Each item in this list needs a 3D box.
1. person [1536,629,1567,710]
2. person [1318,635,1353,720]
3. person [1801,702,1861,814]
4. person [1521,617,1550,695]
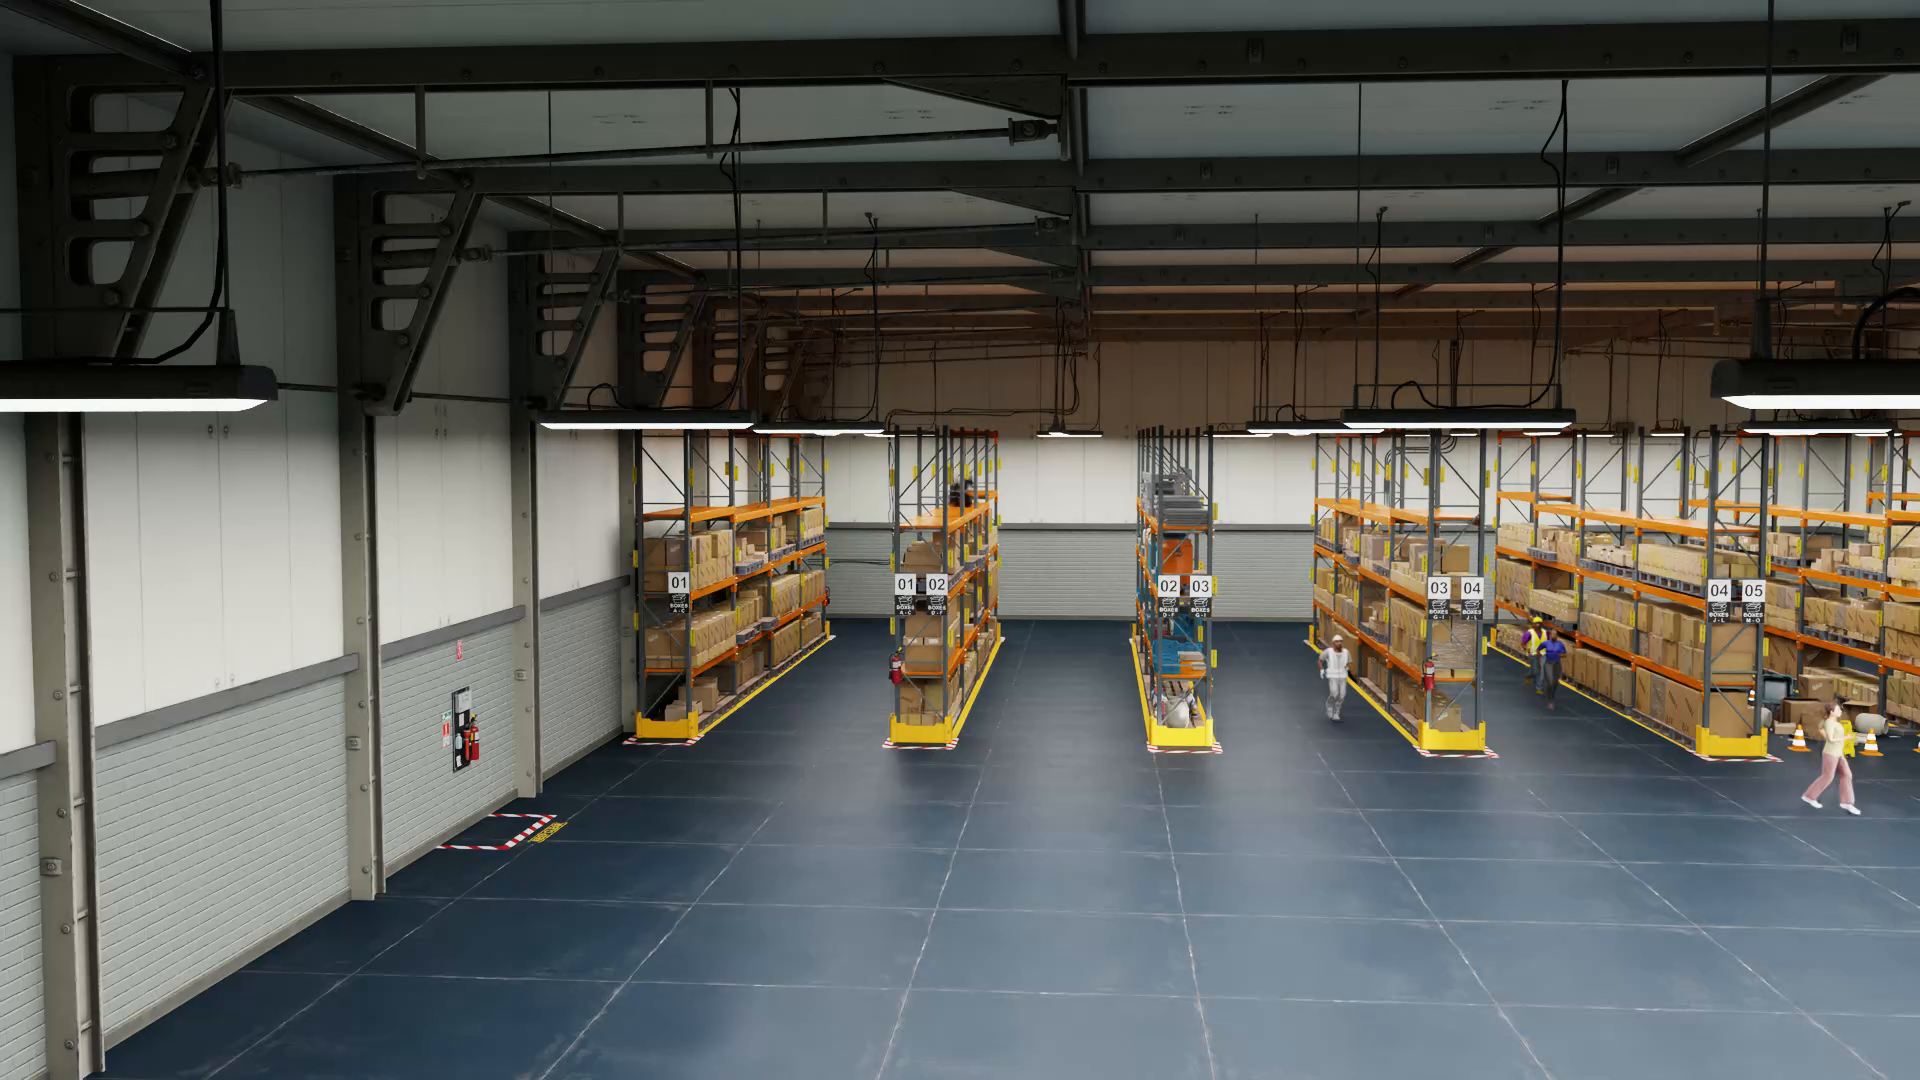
[{"bbox_3d":[12.656,2.766,35.546,0.549,1.705,0.762,0,3,-1],"label":"person"},{"bbox_3d":[7.672,2.805,33.800,0.670,1.737,0.624,0,3,-5],"label":"person"},{"bbox_3d":[13.399,3.331,25.541,0.813,1.703,0.565,3,4,37],"label":"person"},{"bbox_3d":[13.037,2.601,37.555,0.698,1.735,0.788,0,3,-1],"label":"person"}]
